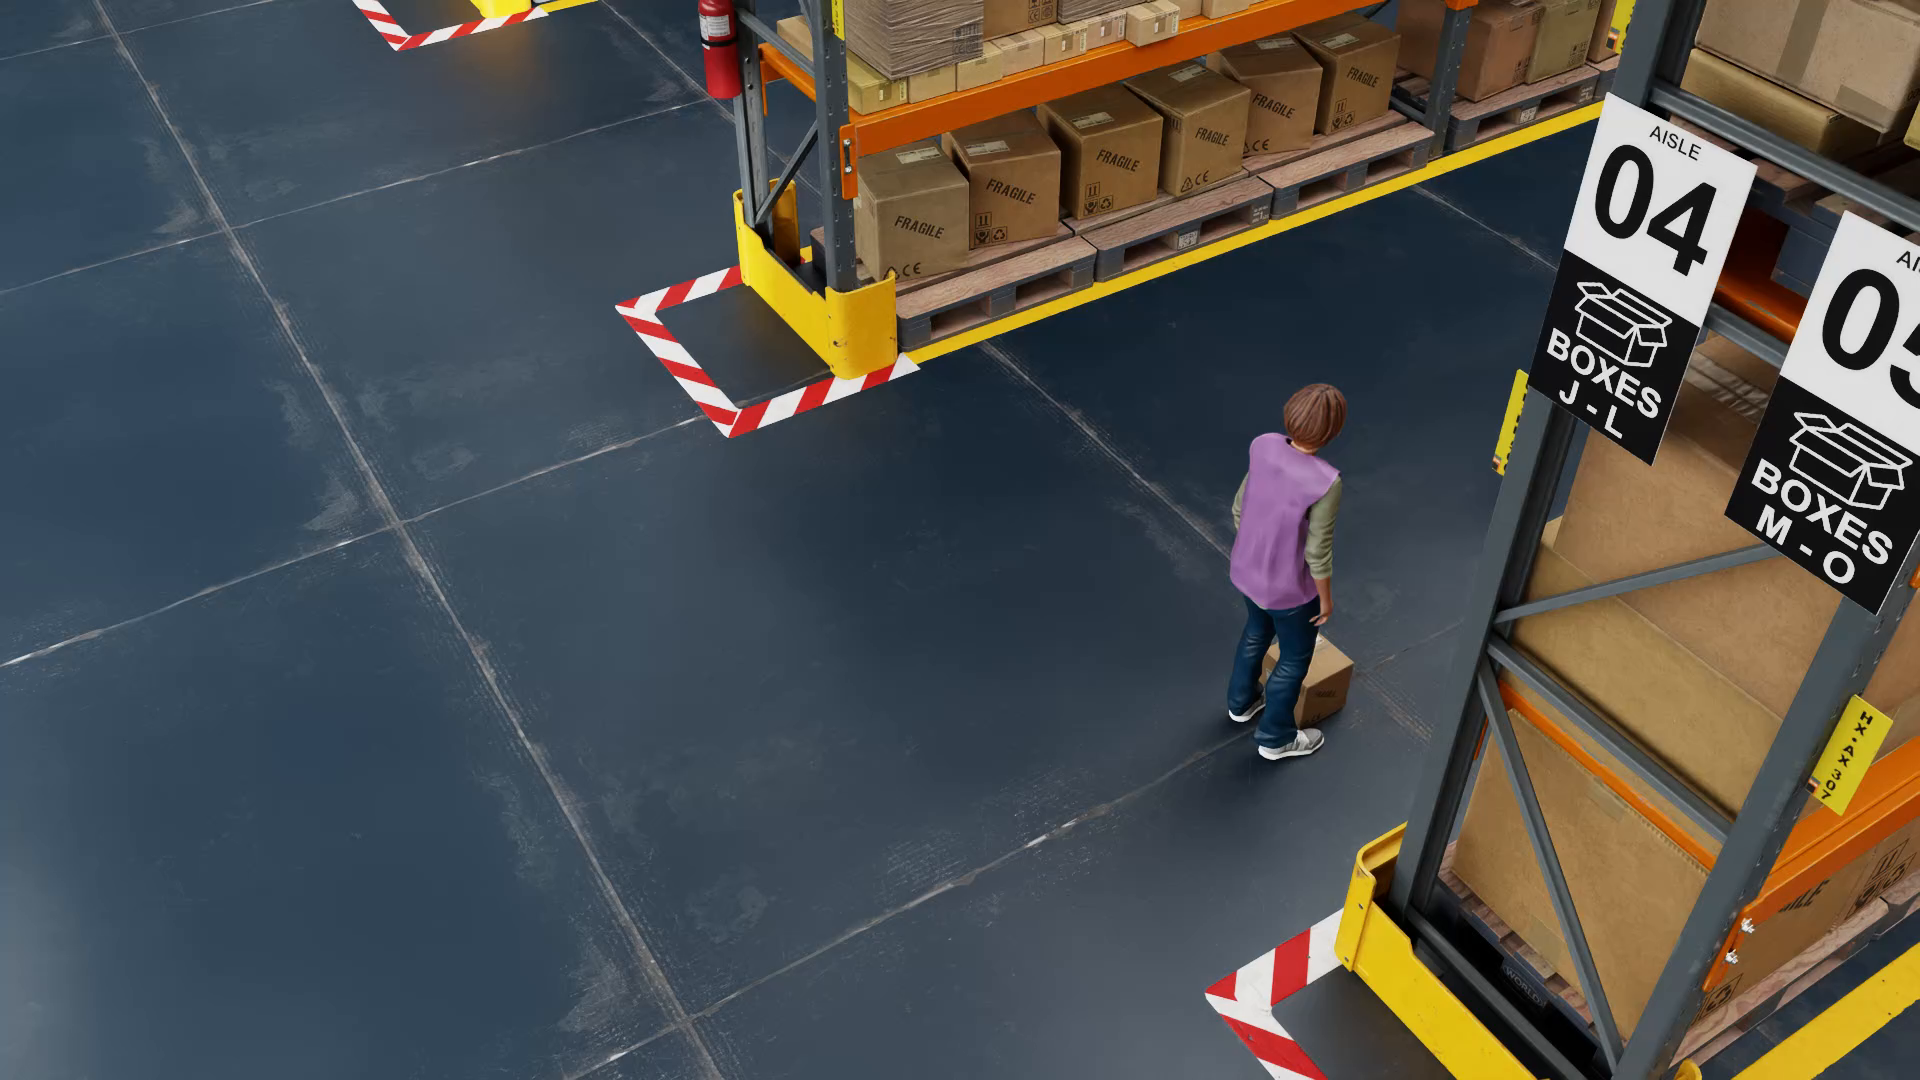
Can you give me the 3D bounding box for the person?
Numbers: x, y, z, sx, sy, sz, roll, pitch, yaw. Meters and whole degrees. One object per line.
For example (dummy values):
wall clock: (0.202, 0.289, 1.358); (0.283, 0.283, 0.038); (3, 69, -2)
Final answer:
person: (1.176, 0.126, 6.024); (0.377, 1.592, 0.476); (-25, 47, -26)
